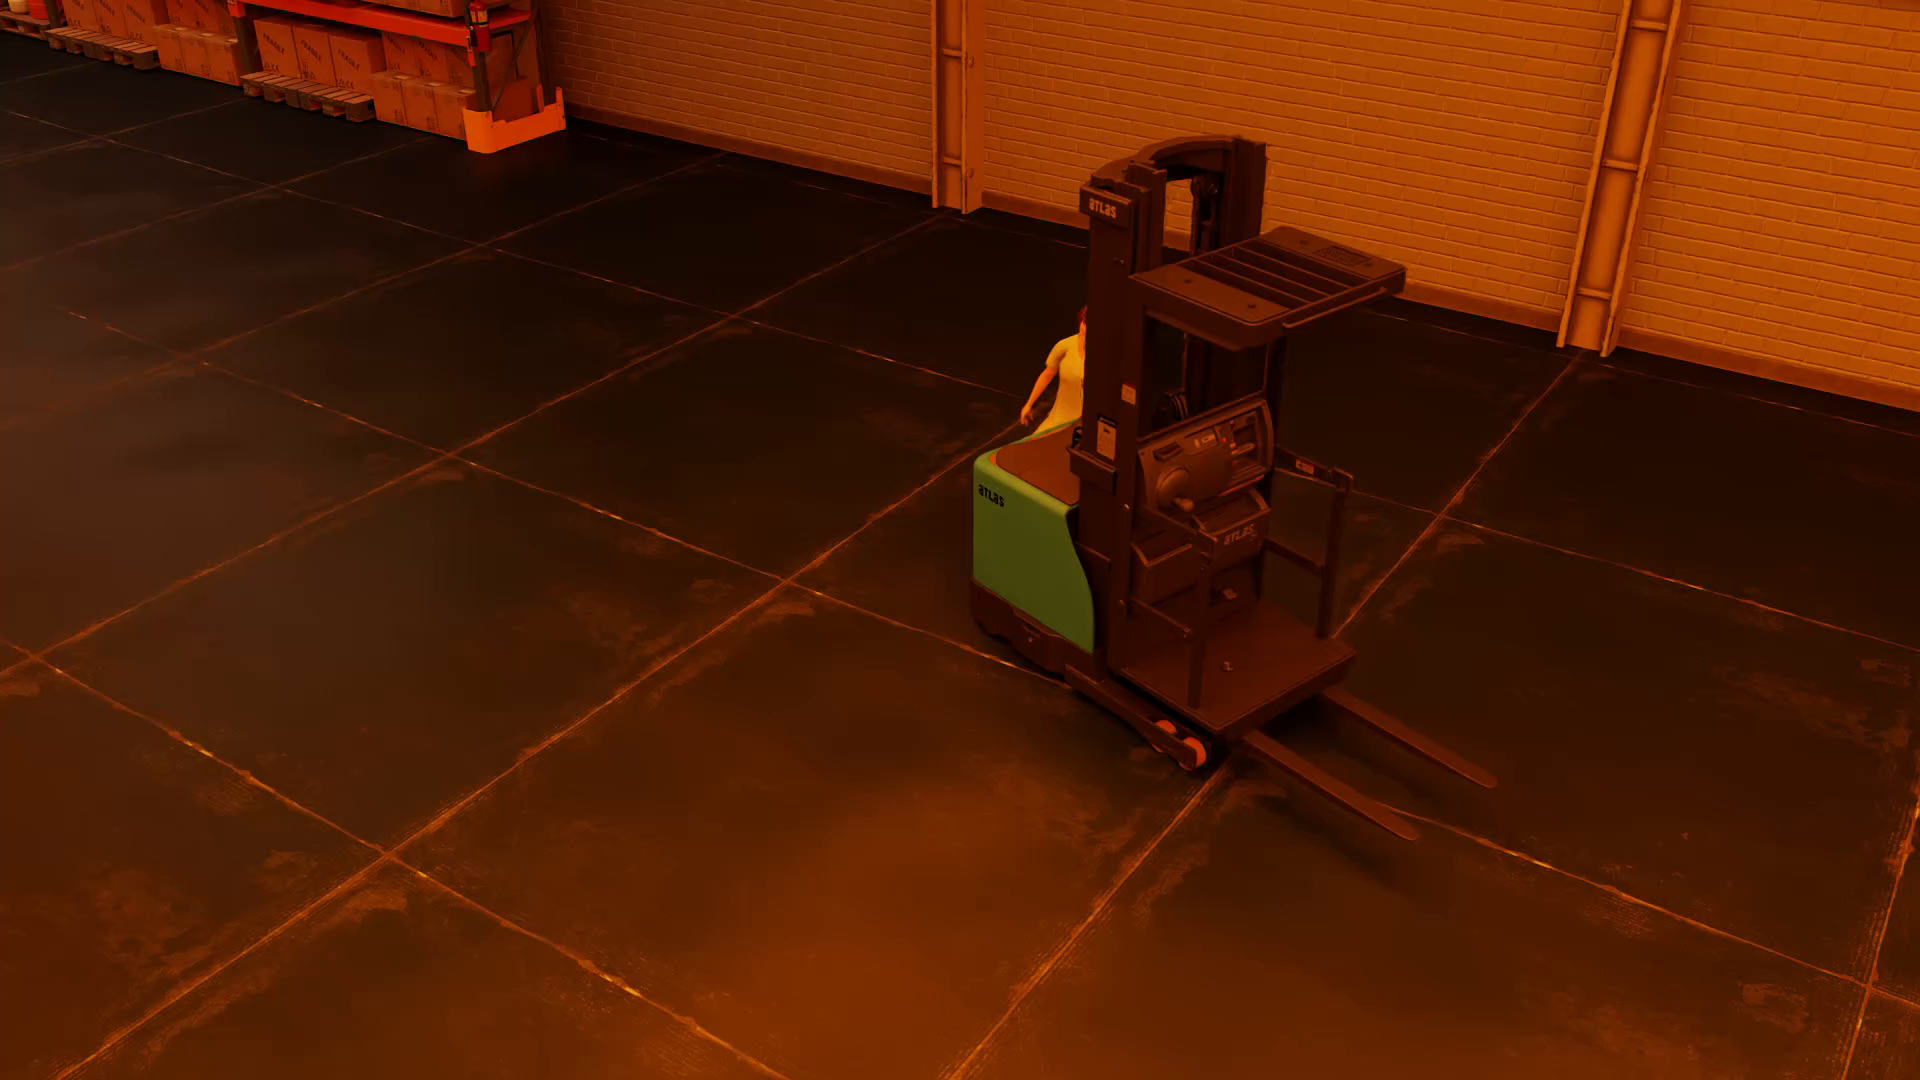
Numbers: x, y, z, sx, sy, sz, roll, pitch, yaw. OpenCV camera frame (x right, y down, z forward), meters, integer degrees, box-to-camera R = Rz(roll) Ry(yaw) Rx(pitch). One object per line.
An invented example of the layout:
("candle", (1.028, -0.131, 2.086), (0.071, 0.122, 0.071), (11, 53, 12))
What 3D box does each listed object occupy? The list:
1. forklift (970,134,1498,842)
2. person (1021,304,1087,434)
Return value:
("forklift", (1.382, -0.379, 8.234), (1.130, 2.935, 3.031), (-22, 37, -33))
("person", (0.737, -0.714, 10.194), (0.824, 1.573, 0.587), (16, 34, 25))
